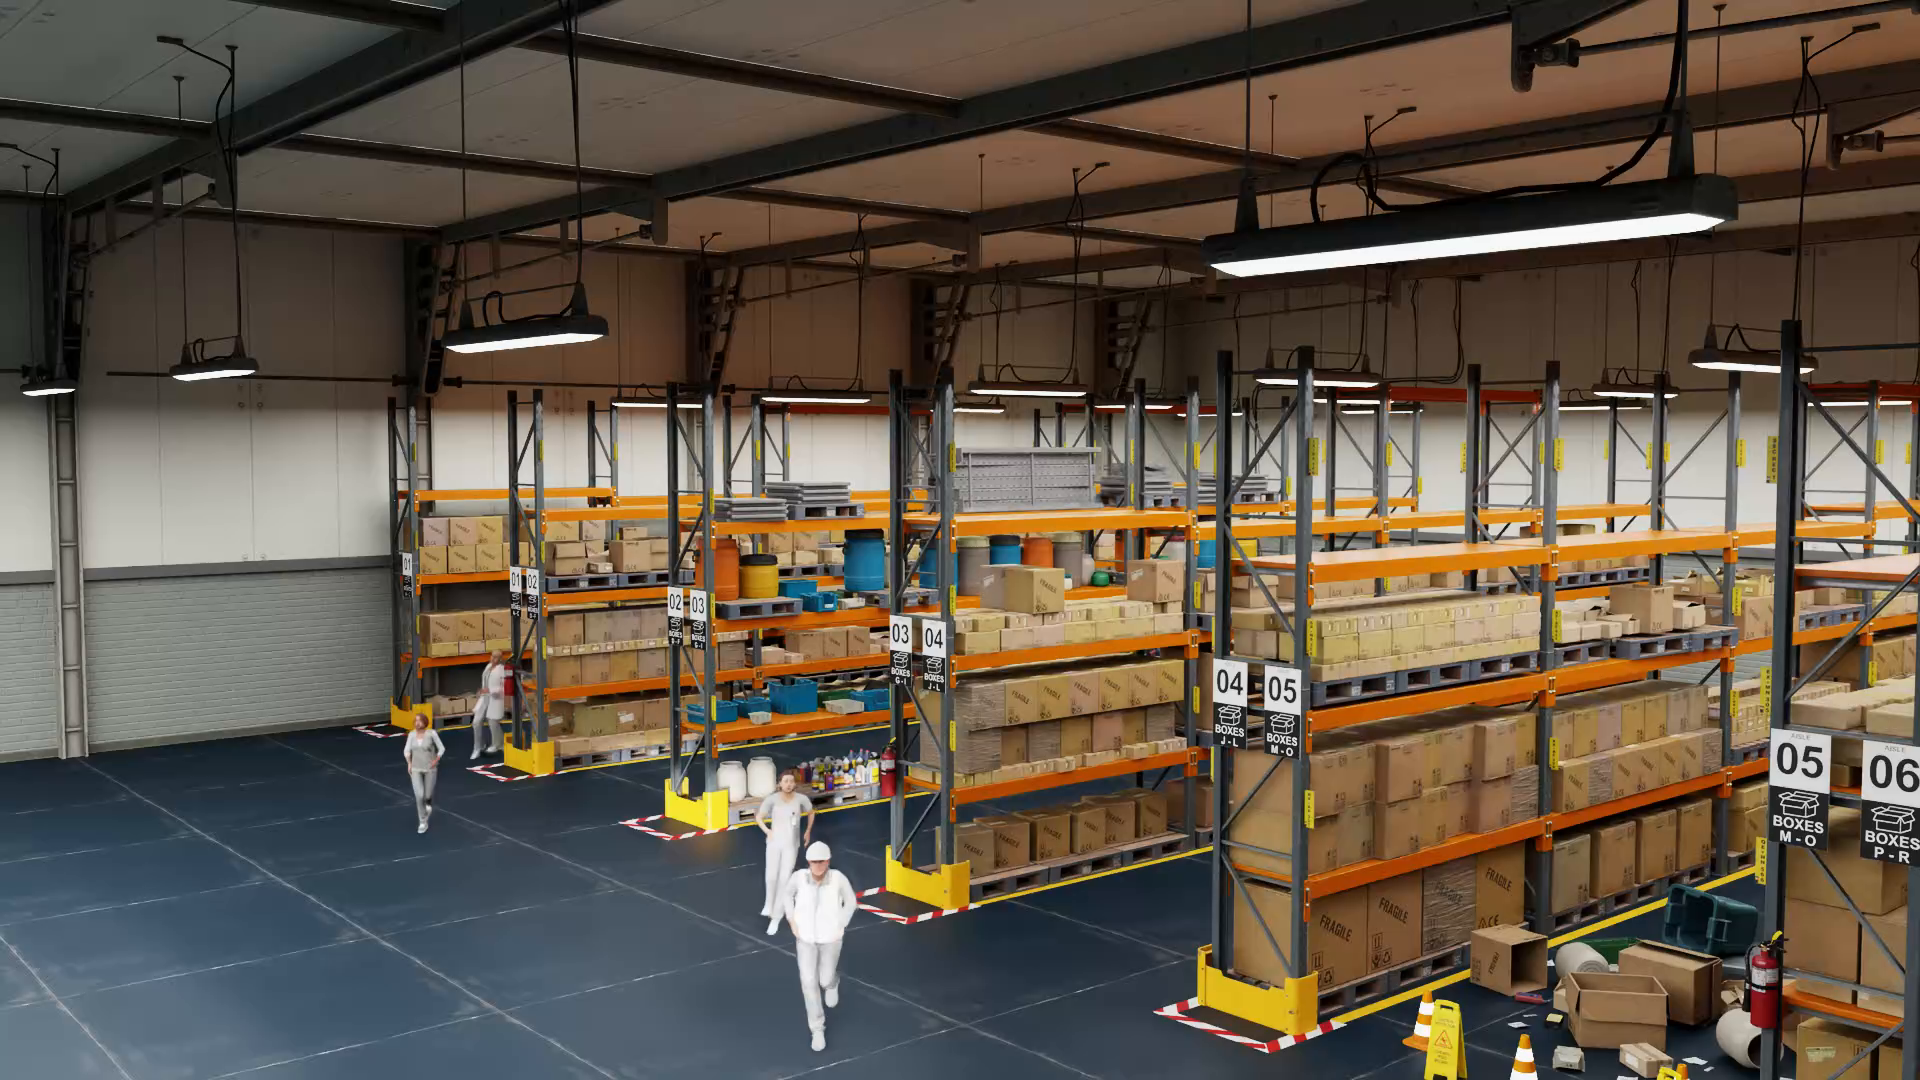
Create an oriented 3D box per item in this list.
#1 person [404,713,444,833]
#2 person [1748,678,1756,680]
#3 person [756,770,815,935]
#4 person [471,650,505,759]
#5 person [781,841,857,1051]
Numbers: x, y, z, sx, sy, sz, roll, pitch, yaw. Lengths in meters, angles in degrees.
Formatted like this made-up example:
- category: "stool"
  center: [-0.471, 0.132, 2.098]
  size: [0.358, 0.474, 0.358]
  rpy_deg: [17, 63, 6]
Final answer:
- category: "person"
  center: [-7.181, 3.093, 22.283]
  size: [0.535, 1.574, 0.579]
  rpy_deg: [0, 3, -7]
- category: "person"
  center: [11.999, 2.893, 25.112]
  size: [0.602, 1.629, 0.603]
  rpy_deg: [-2, 4, -34]
- category: "person"
  center: [-1.877, 3.295, 17.820]
  size: [0.613, 1.691, 0.787]
  rpy_deg: [0, 3, 1]
- category: "person"
  center: [-7.644, 2.709, 27.348]
  size: [0.668, 1.817, 0.745]
  rpy_deg: [1, 4, 22]
- category: "person"
  center: [-1.229, 3.450, 14.565]
  size: [0.664, 1.746, 0.977]
  rpy_deg: [0, 3, 4]
